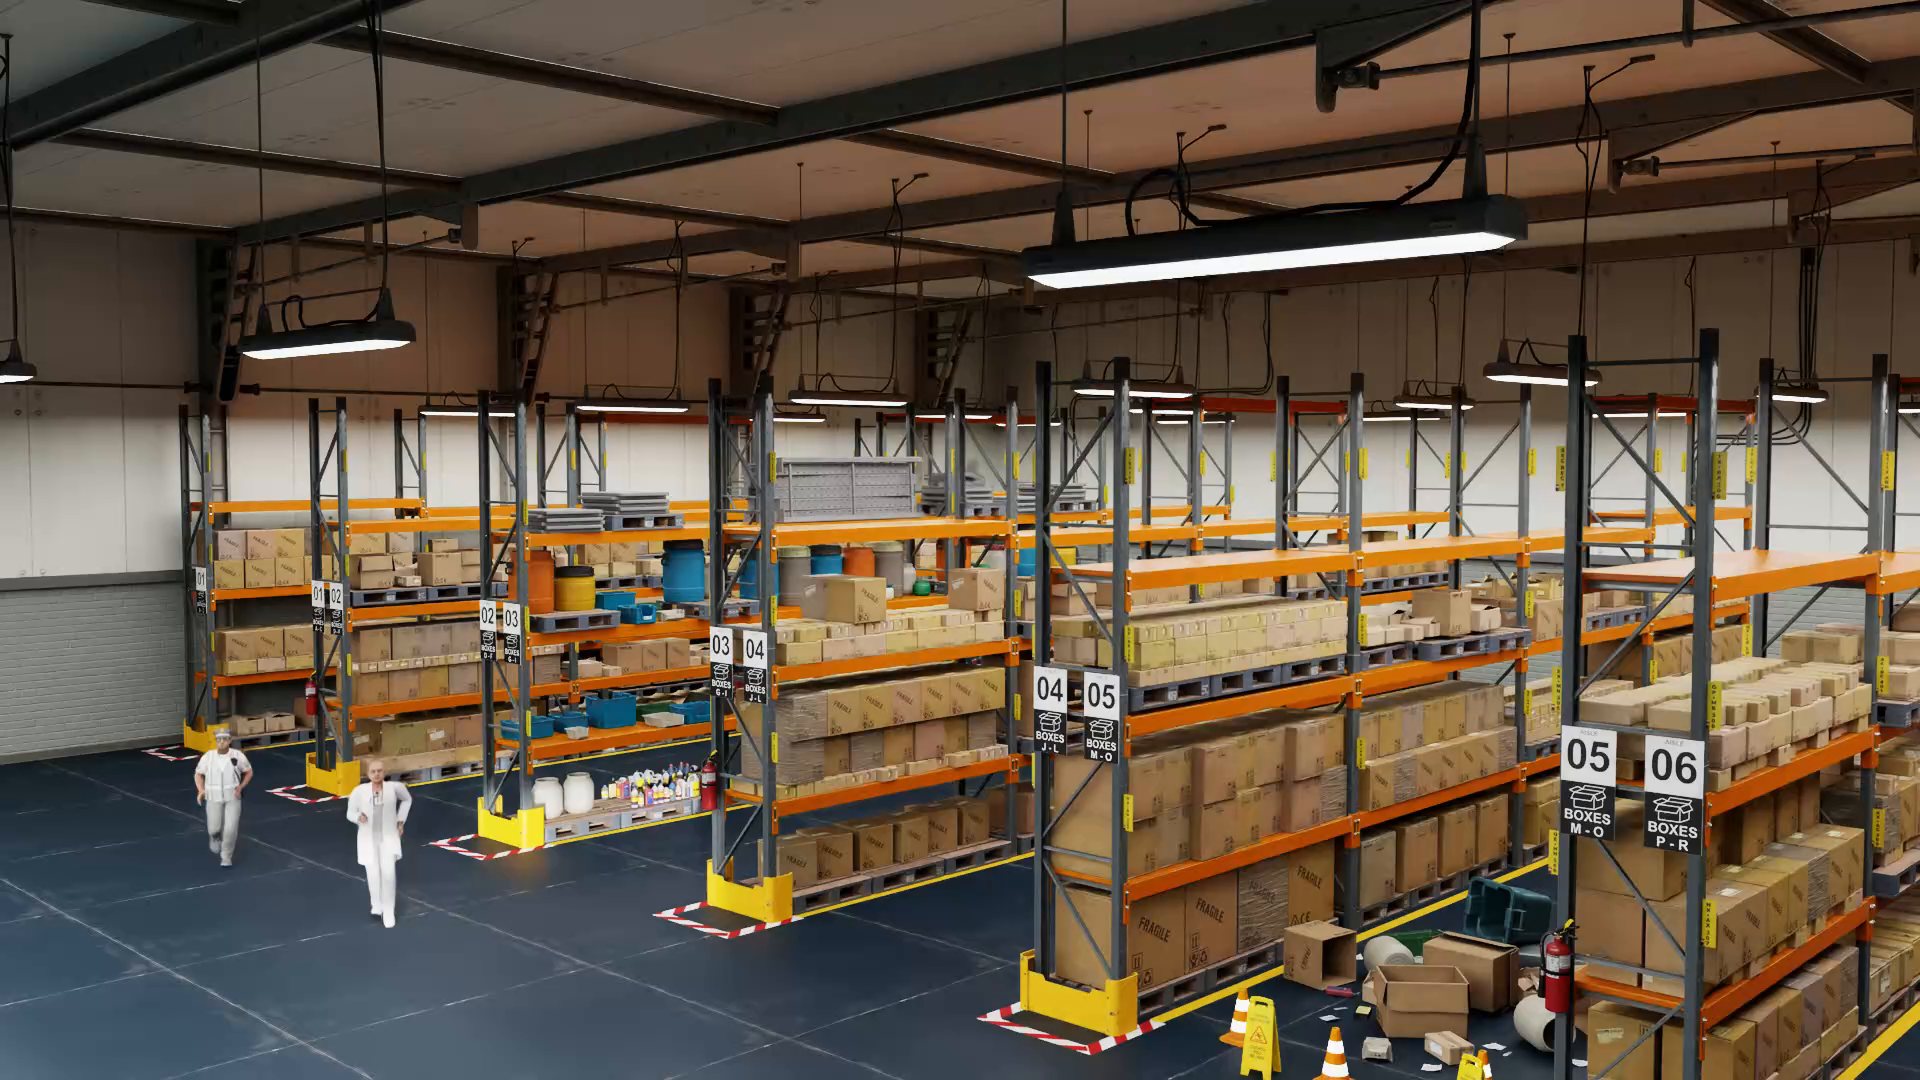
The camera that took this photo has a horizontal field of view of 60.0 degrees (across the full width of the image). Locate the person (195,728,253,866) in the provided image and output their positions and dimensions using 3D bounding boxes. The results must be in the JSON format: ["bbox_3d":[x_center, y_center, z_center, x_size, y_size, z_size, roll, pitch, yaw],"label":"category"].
[{"bbox_3d":[-9.212,3.207,20.823,0.678,1.730,0.591,-1,3,-22],"label":"person"}]

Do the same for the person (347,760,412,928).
[{"bbox_3d":[-6.375,3.324,18.245,0.654,1.823,0.854,-1,3,-13],"label":"person"}]
